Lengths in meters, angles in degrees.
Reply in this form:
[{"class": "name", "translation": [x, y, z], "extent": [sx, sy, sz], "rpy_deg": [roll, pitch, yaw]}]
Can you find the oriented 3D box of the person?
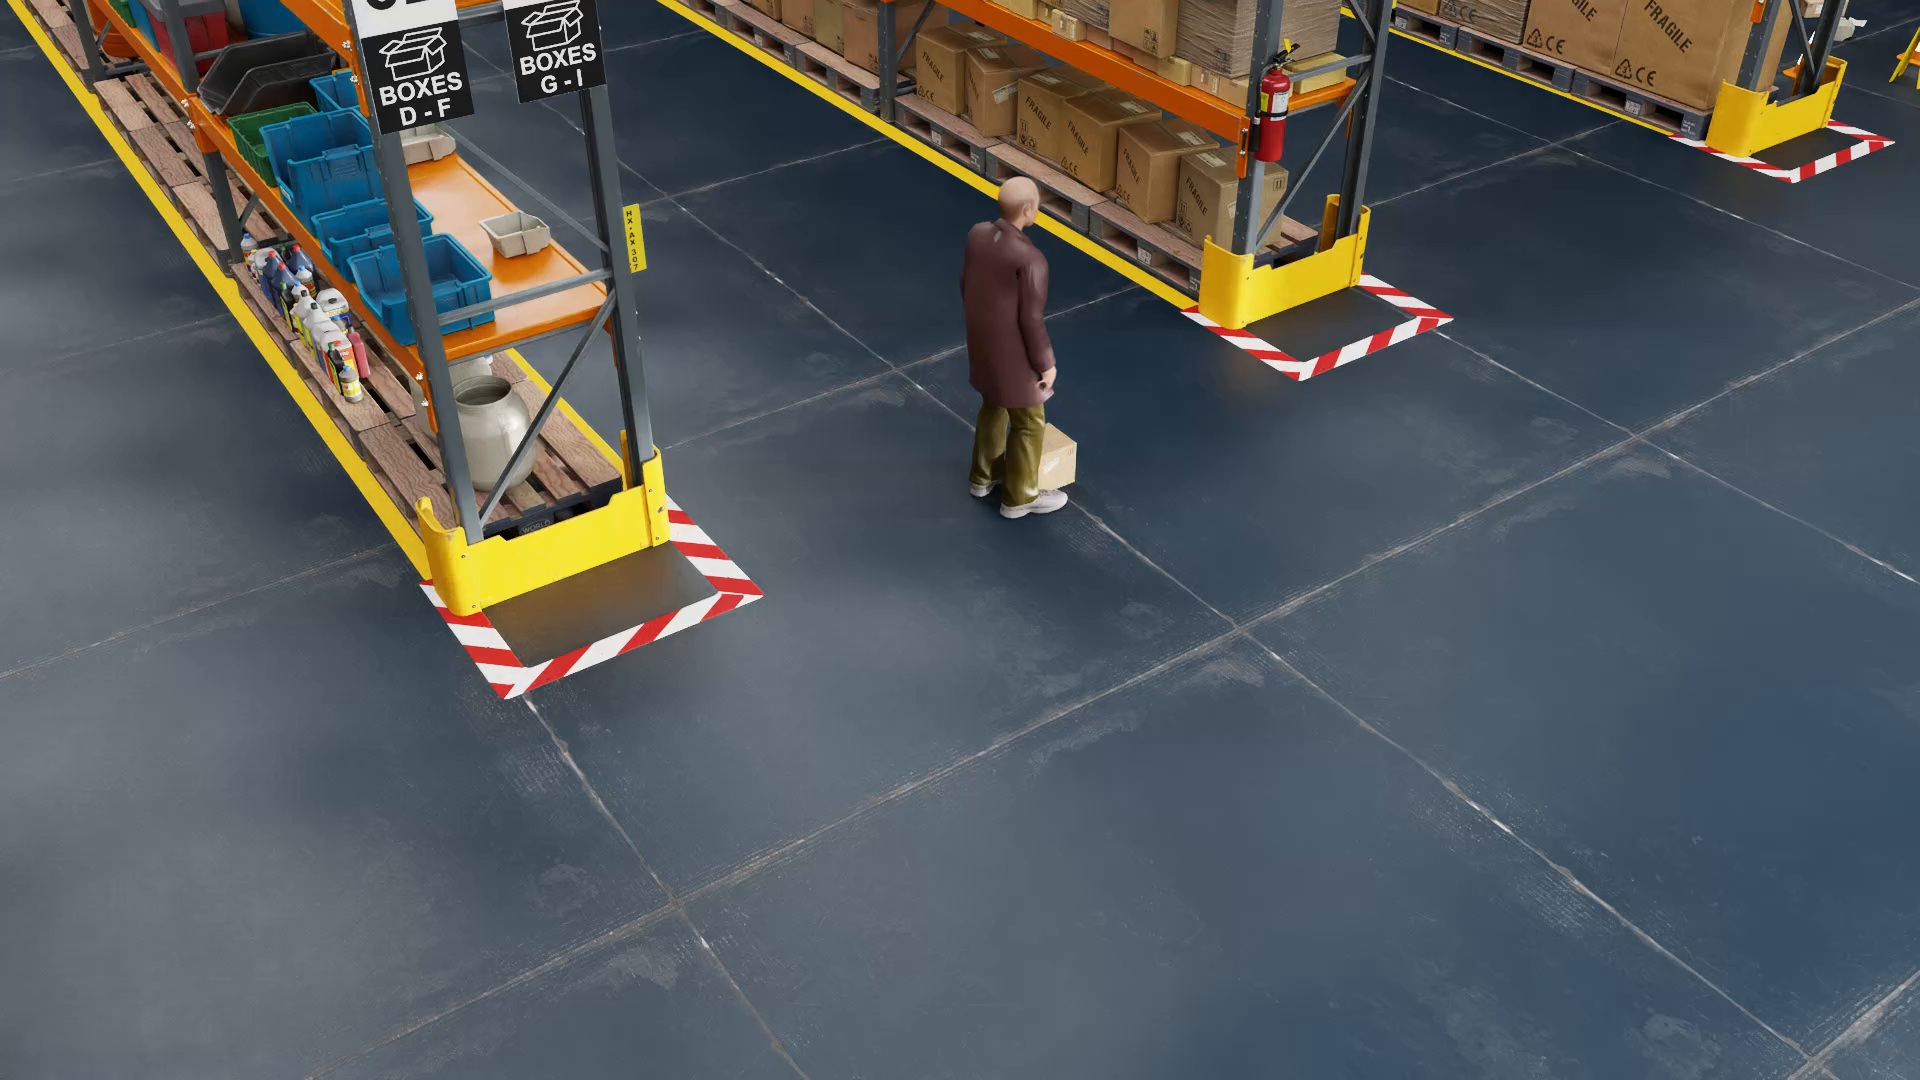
[{"class": "person", "translation": [0.248, -0.965, 8.351], "extent": [0.419, 1.774, 0.647], "rpy_deg": [-23, 42, -28]}]
